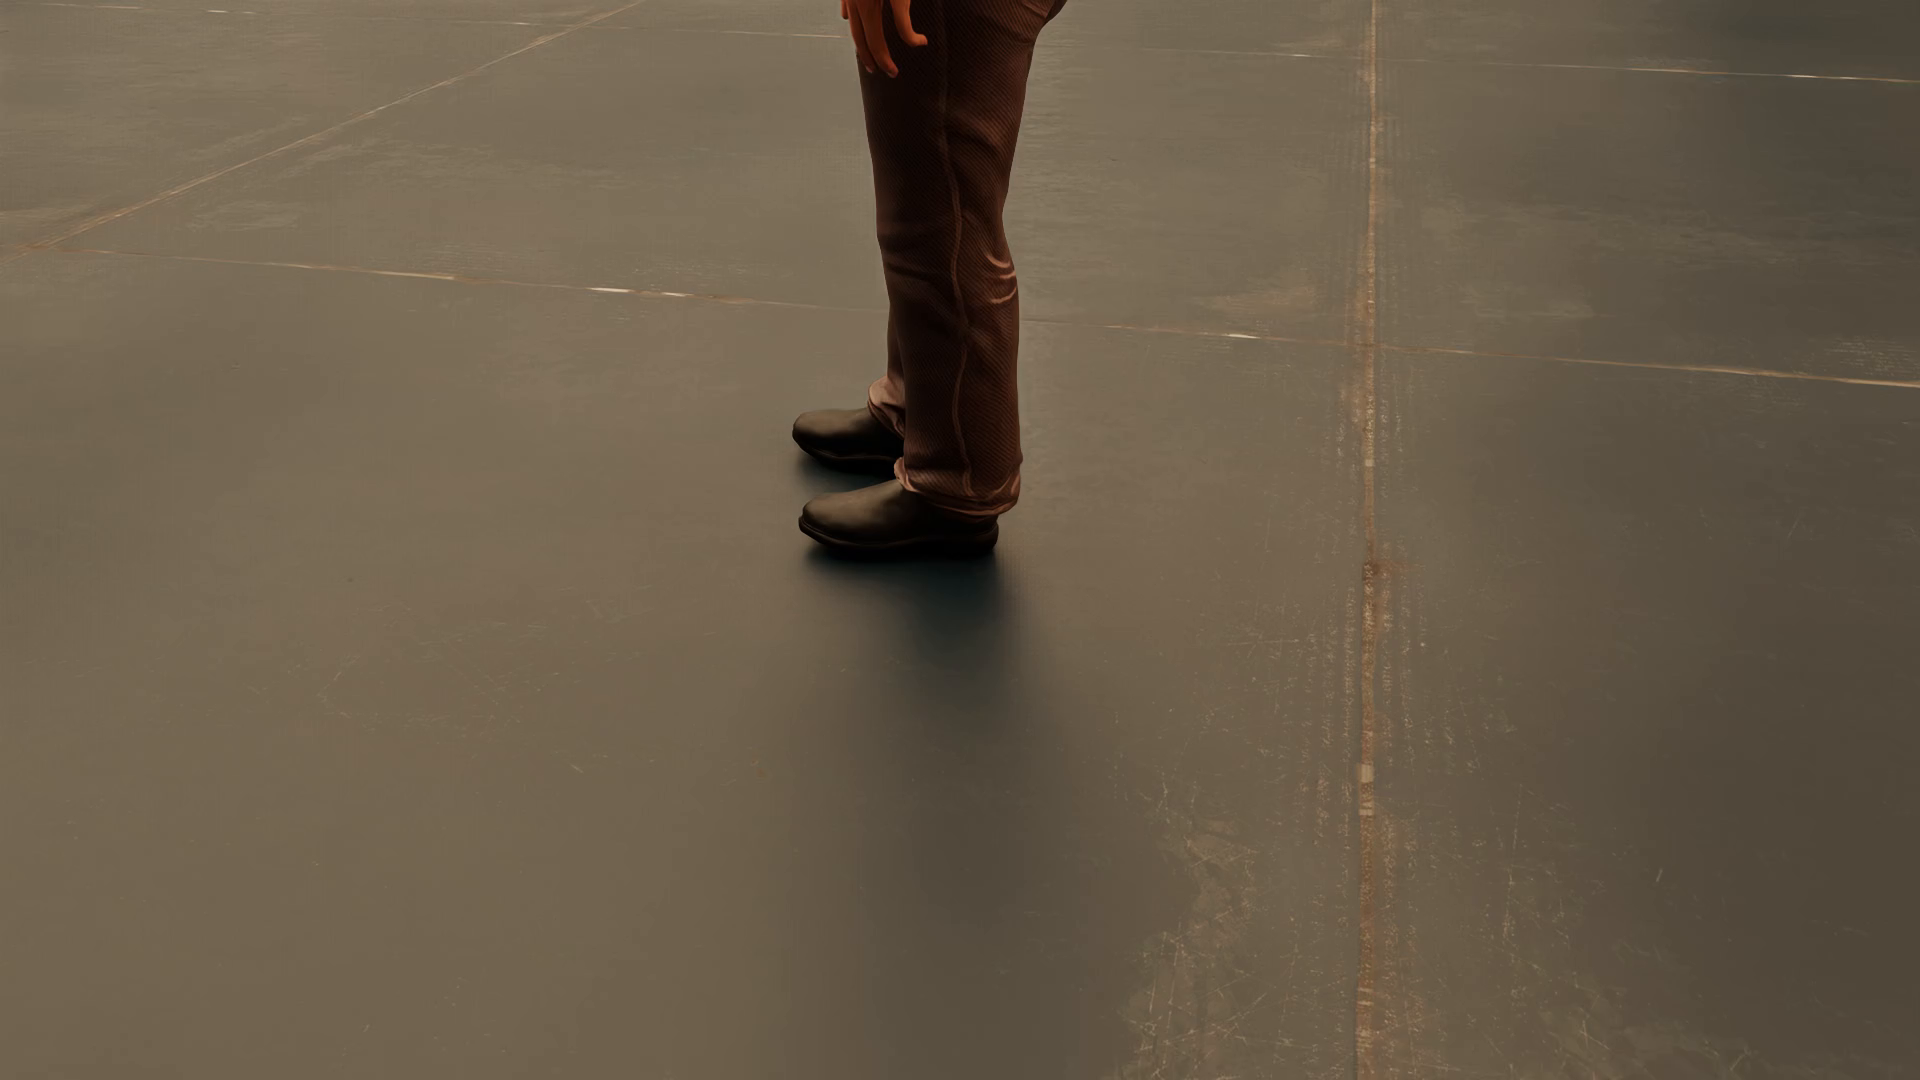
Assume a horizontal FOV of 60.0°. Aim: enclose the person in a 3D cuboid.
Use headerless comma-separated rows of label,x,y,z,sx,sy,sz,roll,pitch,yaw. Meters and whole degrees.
person,-0.067,-0.785,2.129,0.551,1.722,0.633,6,27,11
